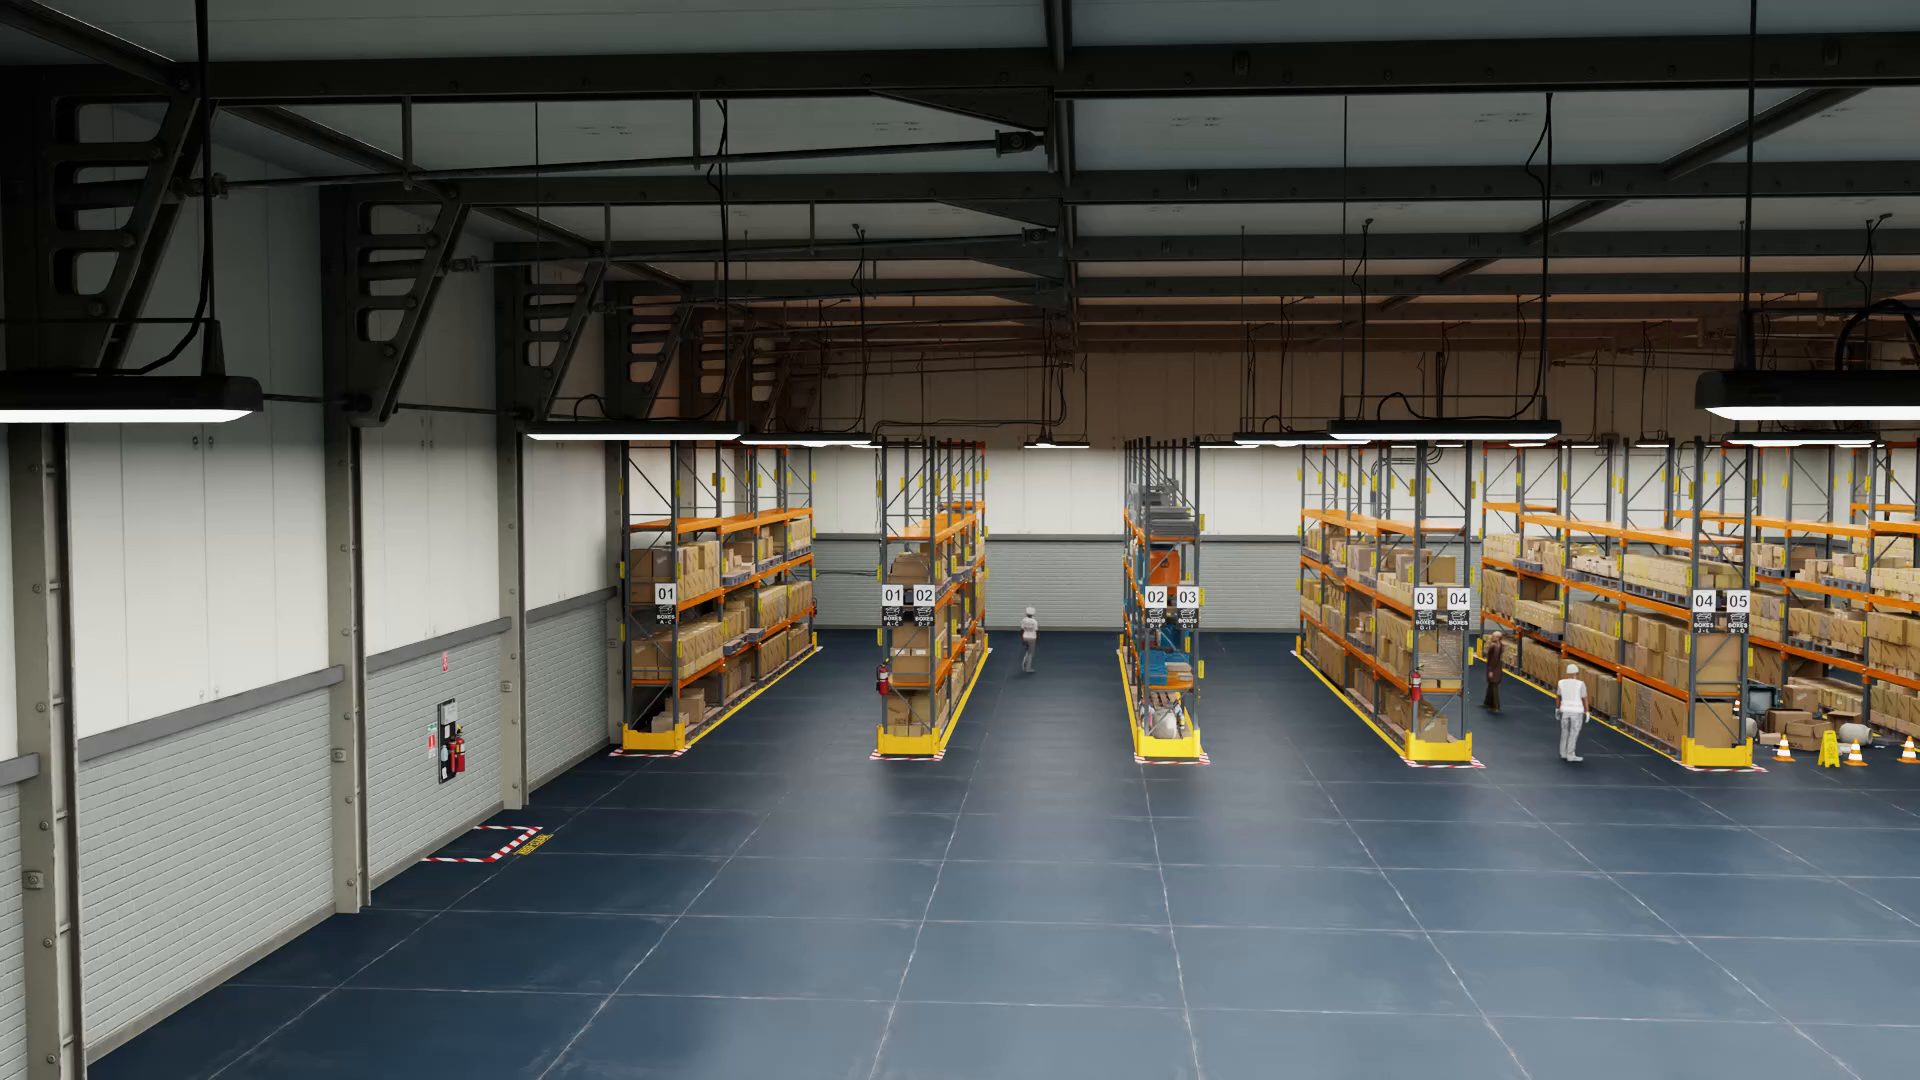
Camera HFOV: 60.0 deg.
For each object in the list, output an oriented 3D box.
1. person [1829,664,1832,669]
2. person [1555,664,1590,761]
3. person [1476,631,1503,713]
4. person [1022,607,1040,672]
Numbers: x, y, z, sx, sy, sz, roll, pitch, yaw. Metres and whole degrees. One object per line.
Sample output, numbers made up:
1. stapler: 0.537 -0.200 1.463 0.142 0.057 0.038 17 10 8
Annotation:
1. person: 22.638 2.499 43.506 0.619 1.808 0.494 -1 3 -21
2. person: 11.375 3.189 30.777 0.519 1.796 0.615 -3 4 -42
3. person: 11.655 2.886 36.637 0.676 1.778 0.605 3 4 40
4. person: 1.843 2.574 42.962 0.475 1.700 0.452 -2 4 -39
